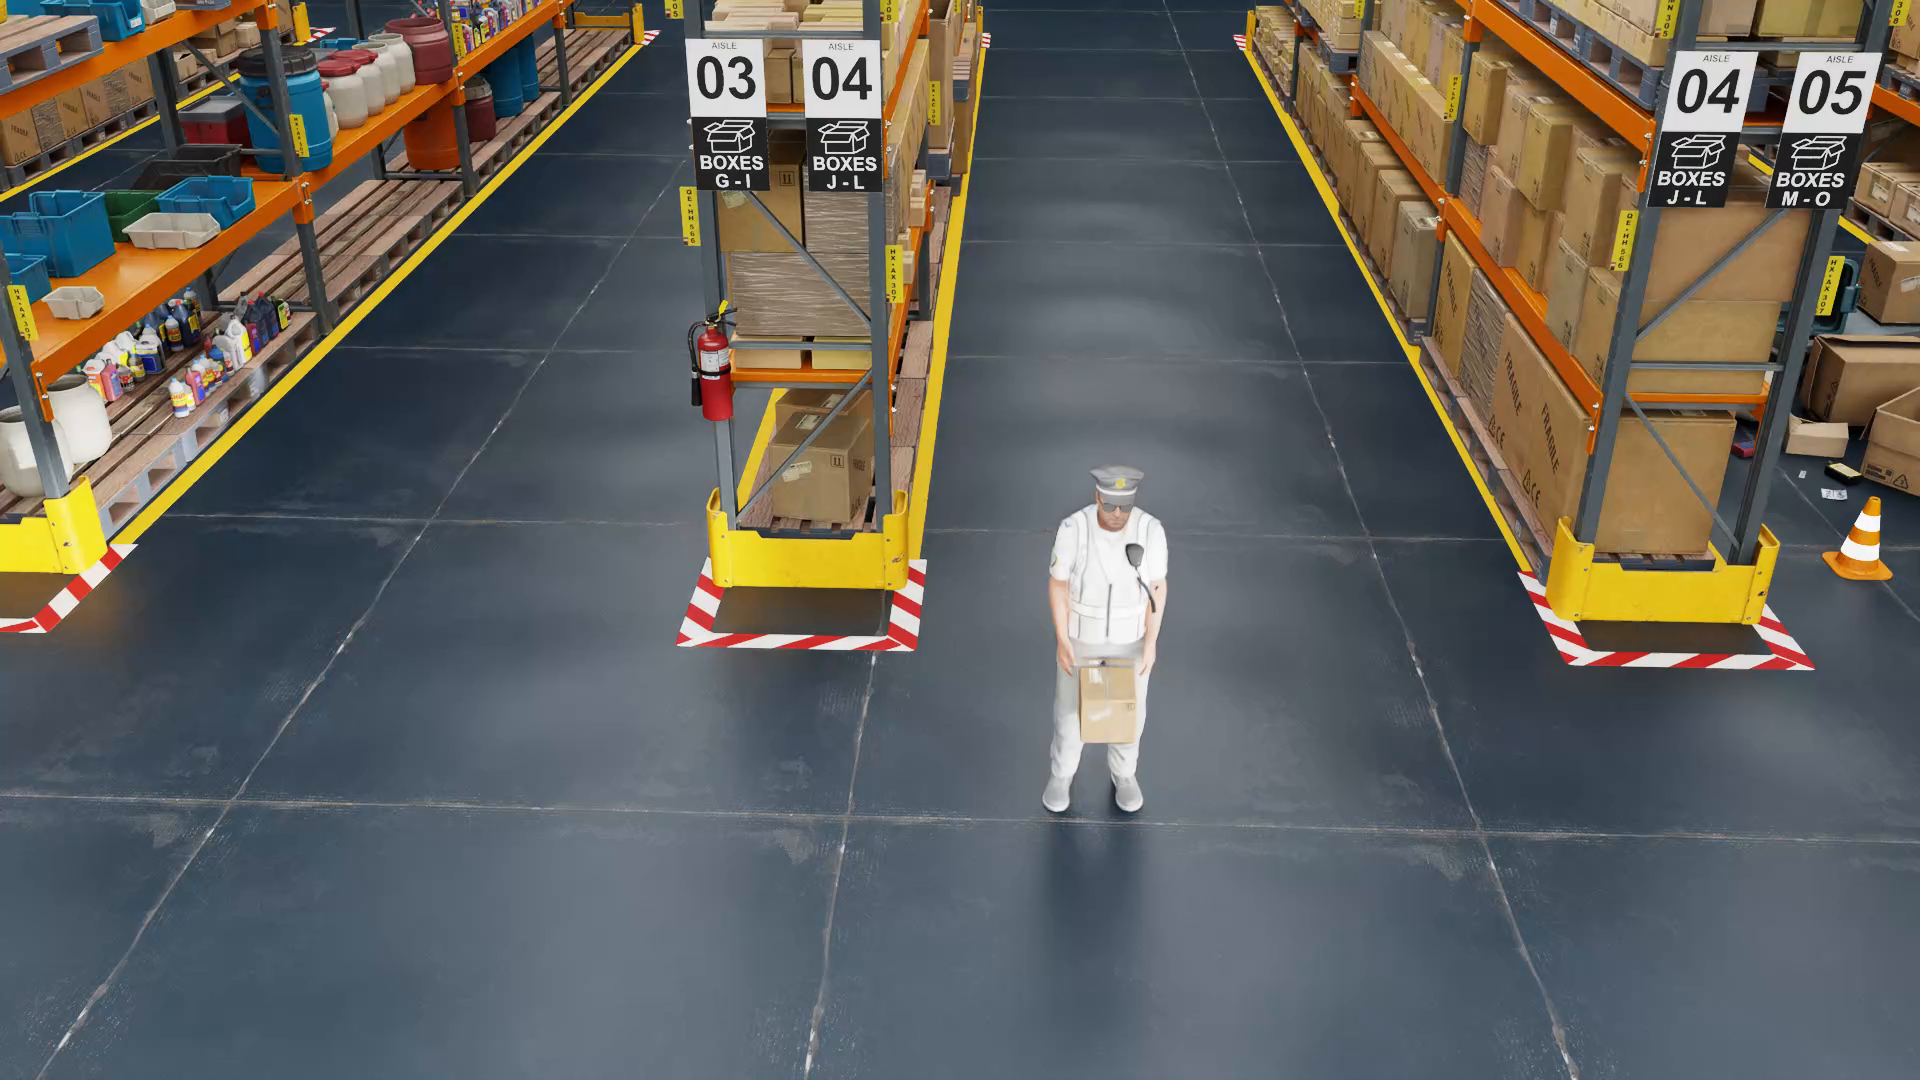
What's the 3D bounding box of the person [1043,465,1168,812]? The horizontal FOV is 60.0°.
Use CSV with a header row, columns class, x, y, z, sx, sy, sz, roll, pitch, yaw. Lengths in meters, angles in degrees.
class,x,y,z,sx,sy,sz,roll,pitch,yaw
person,0.679,0.439,7.767,0.551,1.761,0.434,0,28,1
